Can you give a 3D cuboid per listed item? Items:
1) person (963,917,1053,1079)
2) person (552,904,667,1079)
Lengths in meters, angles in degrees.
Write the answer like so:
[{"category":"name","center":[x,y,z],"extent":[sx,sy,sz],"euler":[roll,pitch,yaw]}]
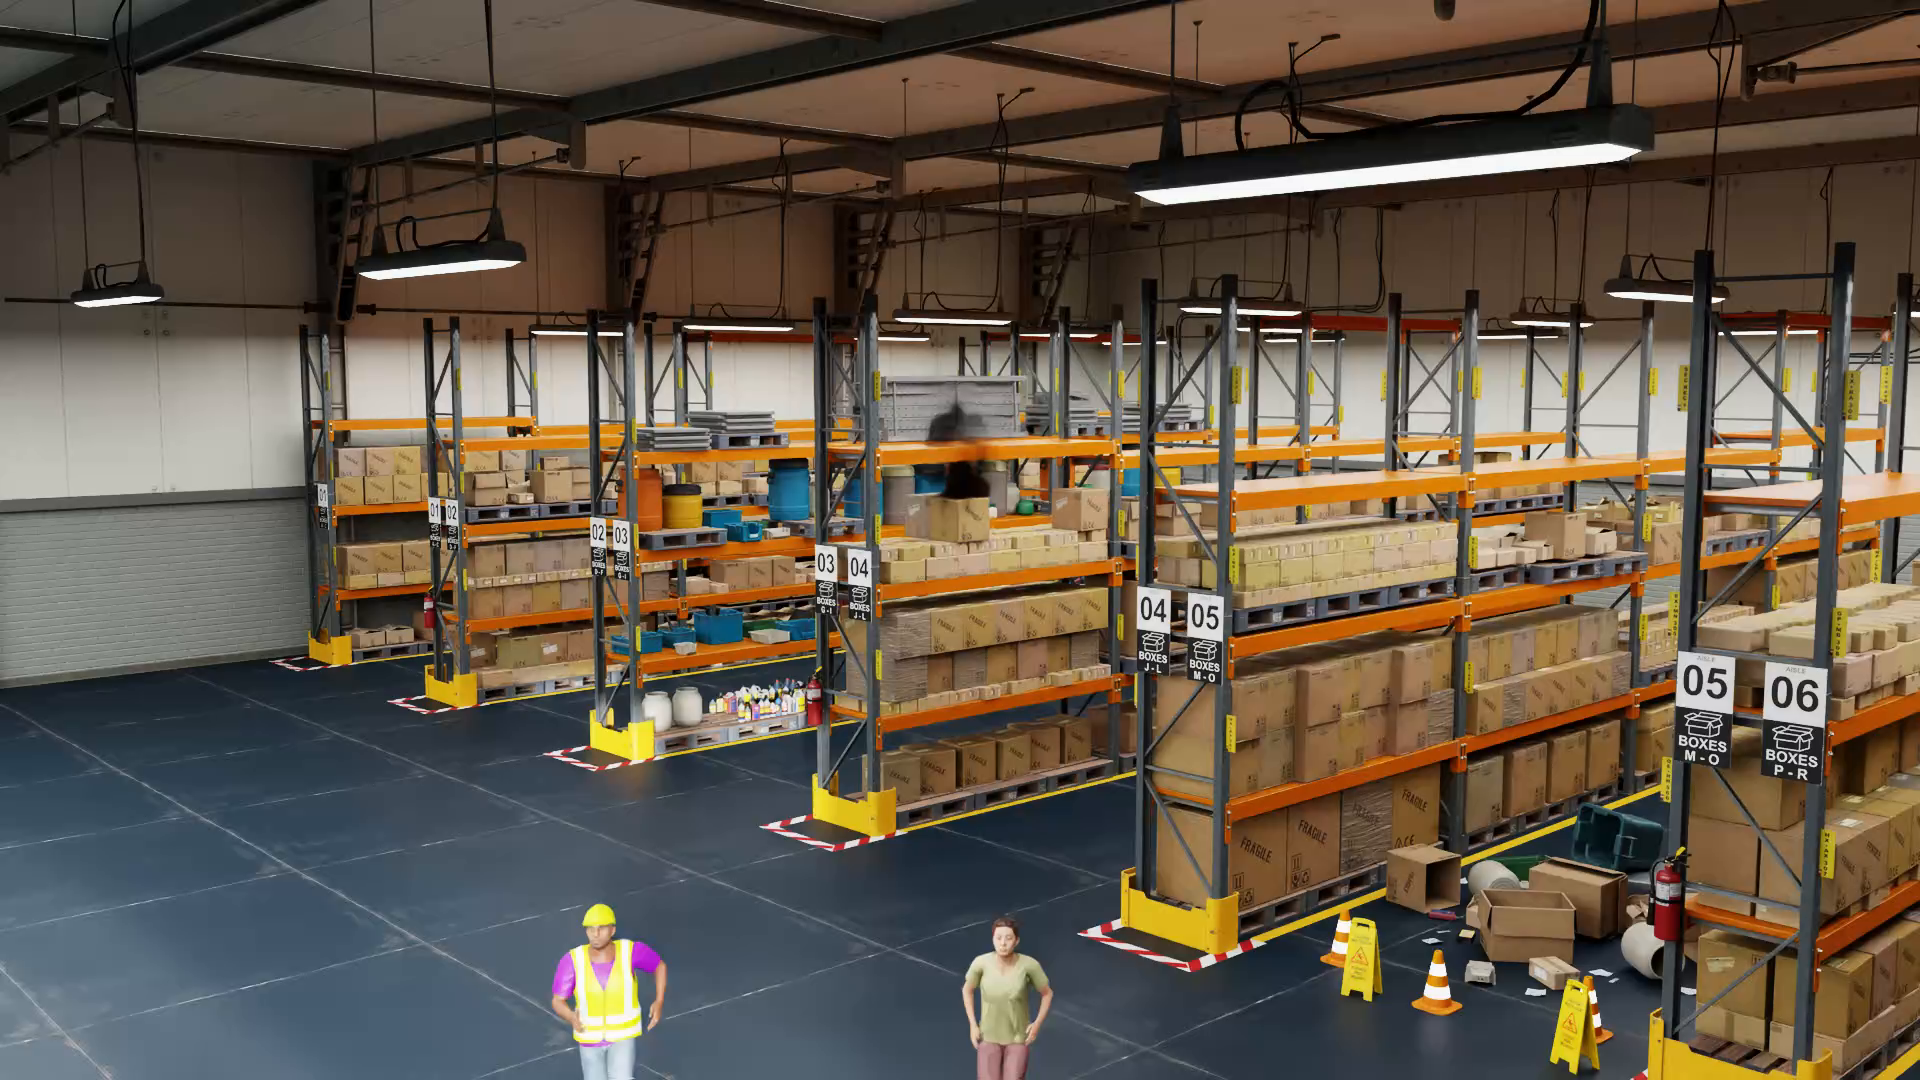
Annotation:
[{"category":"person","center":[0.312,3.259,10.922],"extent":[0.596,1.641,0.544],"euler":[0,6,4]},{"category":"person","center":[-2.267,3.232,10.732],"extent":[0.707,1.794,0.741],"euler":[0,6,-4]}]
